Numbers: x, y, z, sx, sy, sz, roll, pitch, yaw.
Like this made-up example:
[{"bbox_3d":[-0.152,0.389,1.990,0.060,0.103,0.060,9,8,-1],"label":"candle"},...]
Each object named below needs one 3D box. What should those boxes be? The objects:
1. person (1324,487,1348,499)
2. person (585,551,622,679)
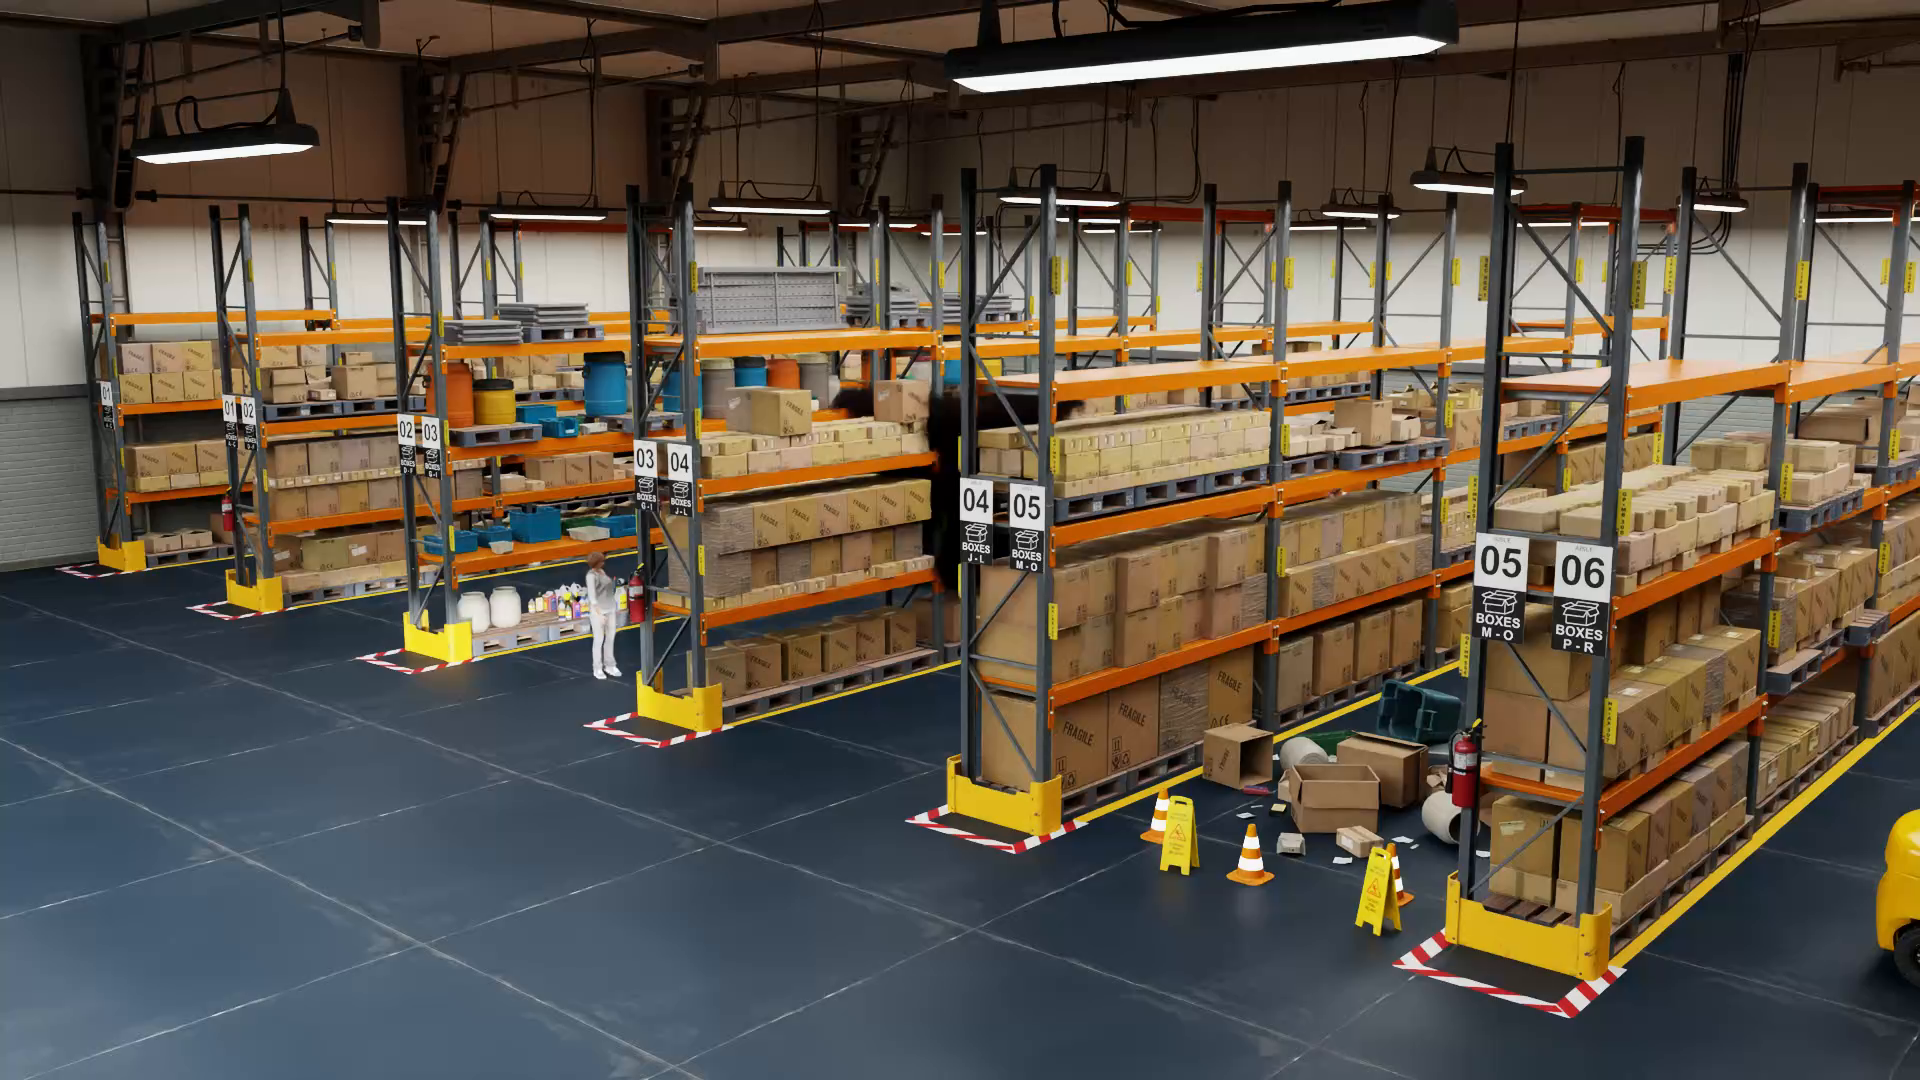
[{"bbox_3d":[6.062,-0.181,26.969,0.602,1.743,0.975,8,12,38],"label":"person"},{"bbox_3d":[-4.479,0.941,20.881,0.438,1.629,0.498,6,11,33],"label":"person"}]
